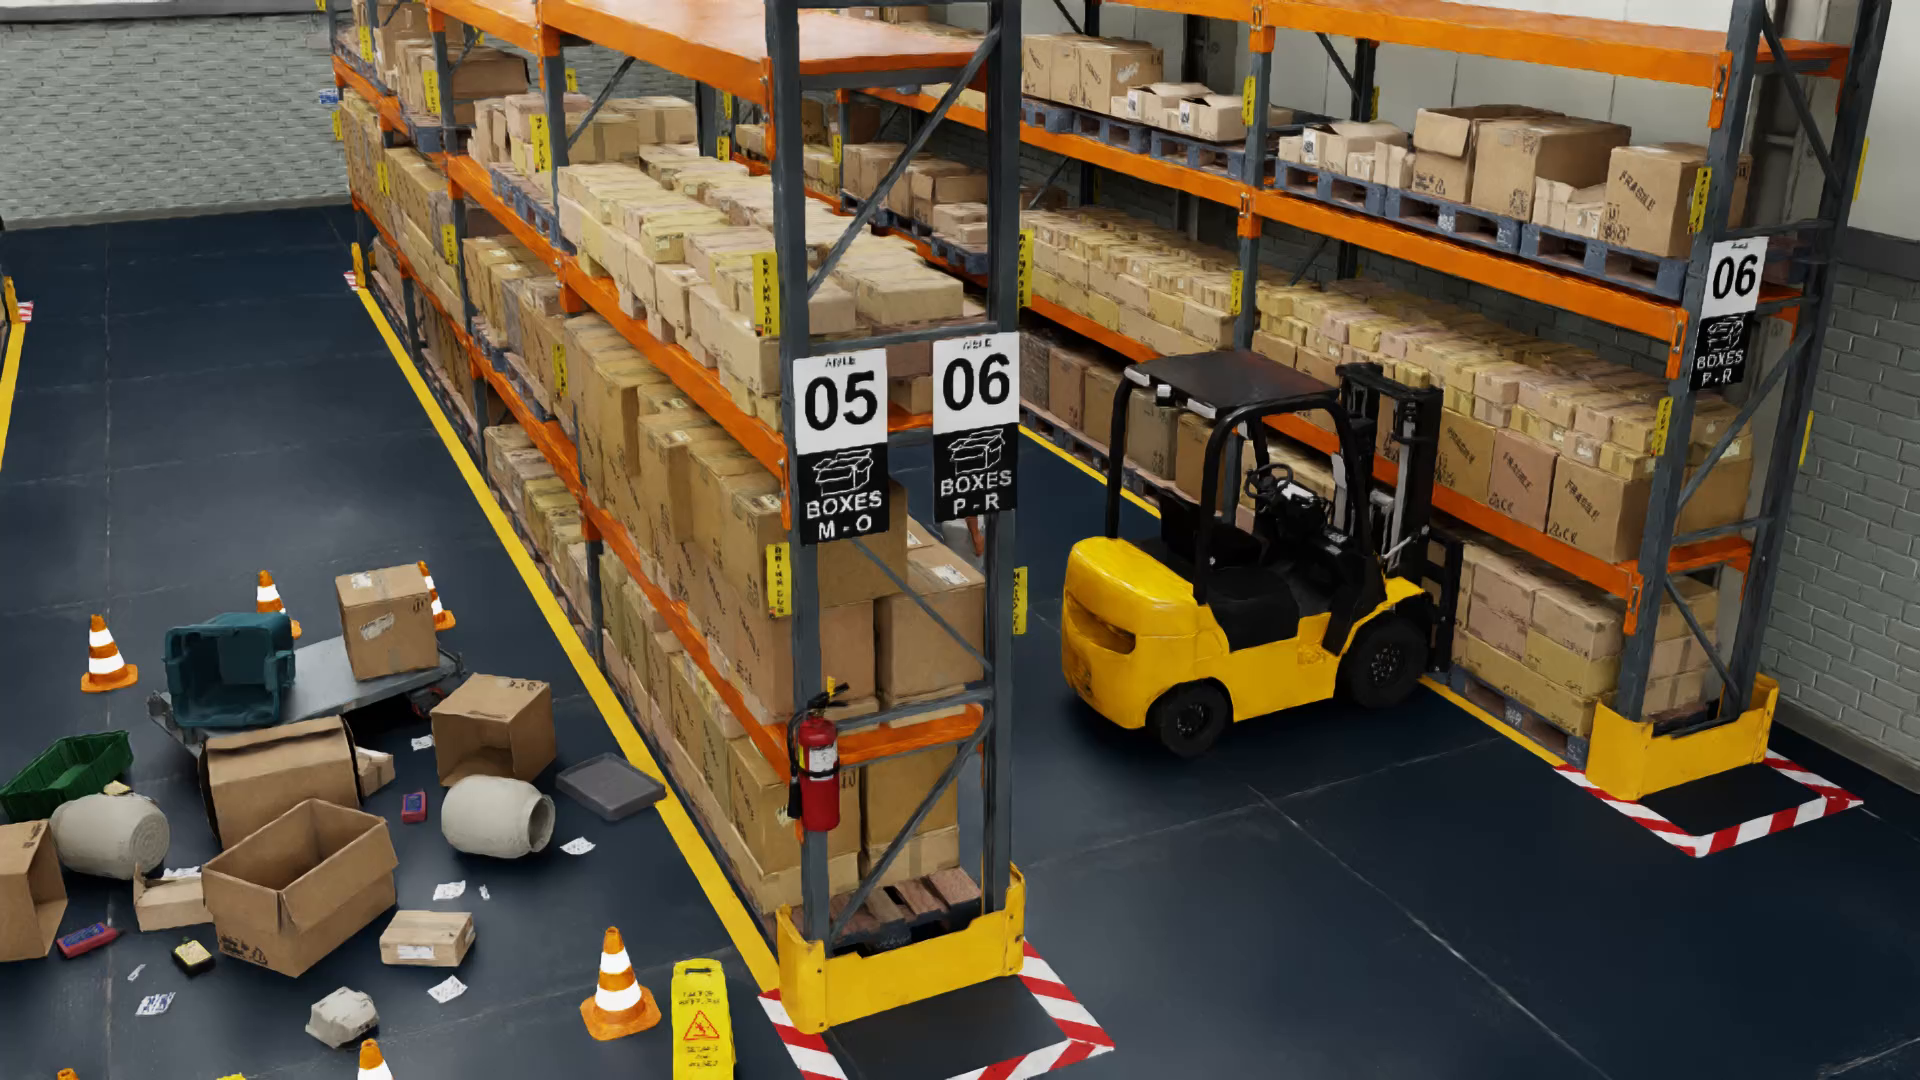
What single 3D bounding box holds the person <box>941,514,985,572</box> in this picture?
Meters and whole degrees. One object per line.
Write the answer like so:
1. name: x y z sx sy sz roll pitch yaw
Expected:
1. person: 0.057 -0.099 11.200 0.410 1.675 0.526 -1 22 -2
